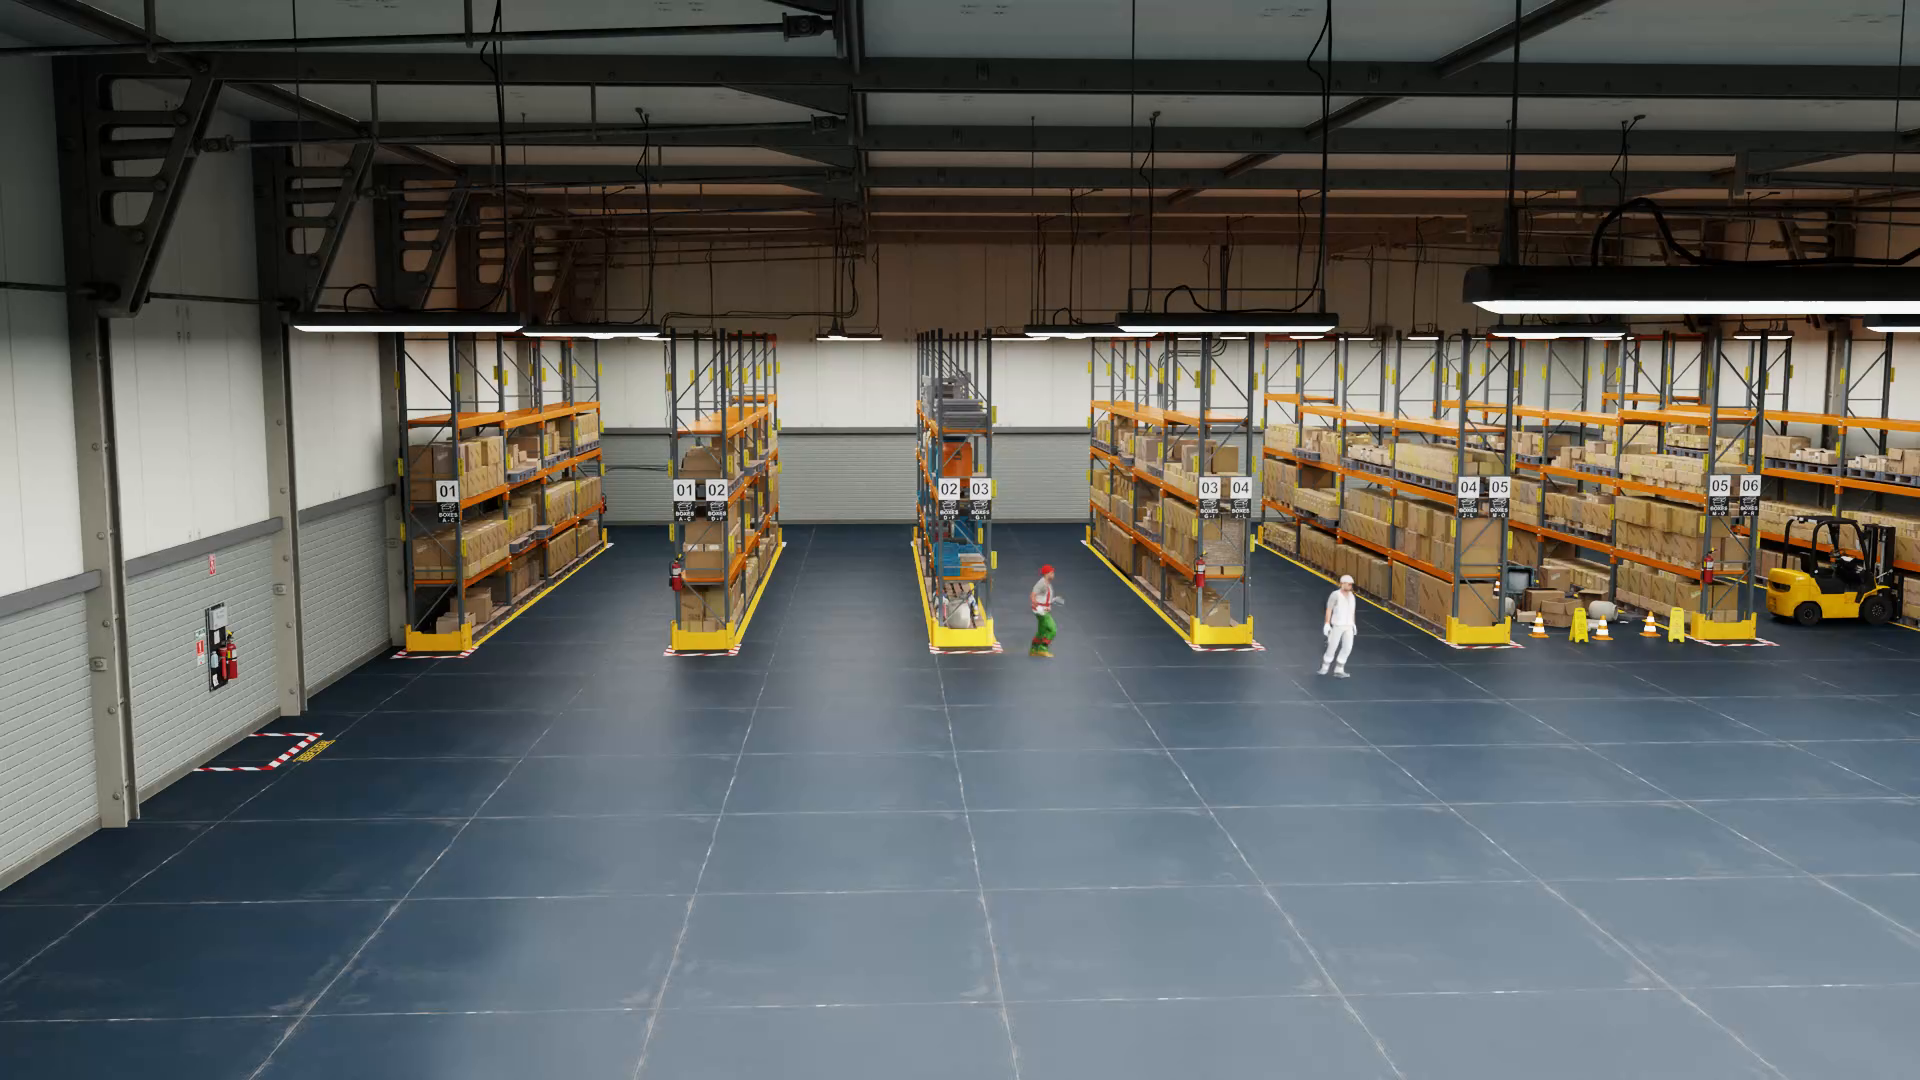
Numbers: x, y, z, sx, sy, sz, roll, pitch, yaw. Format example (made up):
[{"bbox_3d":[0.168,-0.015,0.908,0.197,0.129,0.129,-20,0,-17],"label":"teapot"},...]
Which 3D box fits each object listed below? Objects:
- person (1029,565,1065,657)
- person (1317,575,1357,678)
[{"bbox_3d":[1.558,1.299,30.185,0.658,1.722,0.630,1,7,9],"label":"person"},{"bbox_3d":[6.497,1.477,28.617,0.644,1.768,0.481,-3,8,-26],"label":"person"}]
